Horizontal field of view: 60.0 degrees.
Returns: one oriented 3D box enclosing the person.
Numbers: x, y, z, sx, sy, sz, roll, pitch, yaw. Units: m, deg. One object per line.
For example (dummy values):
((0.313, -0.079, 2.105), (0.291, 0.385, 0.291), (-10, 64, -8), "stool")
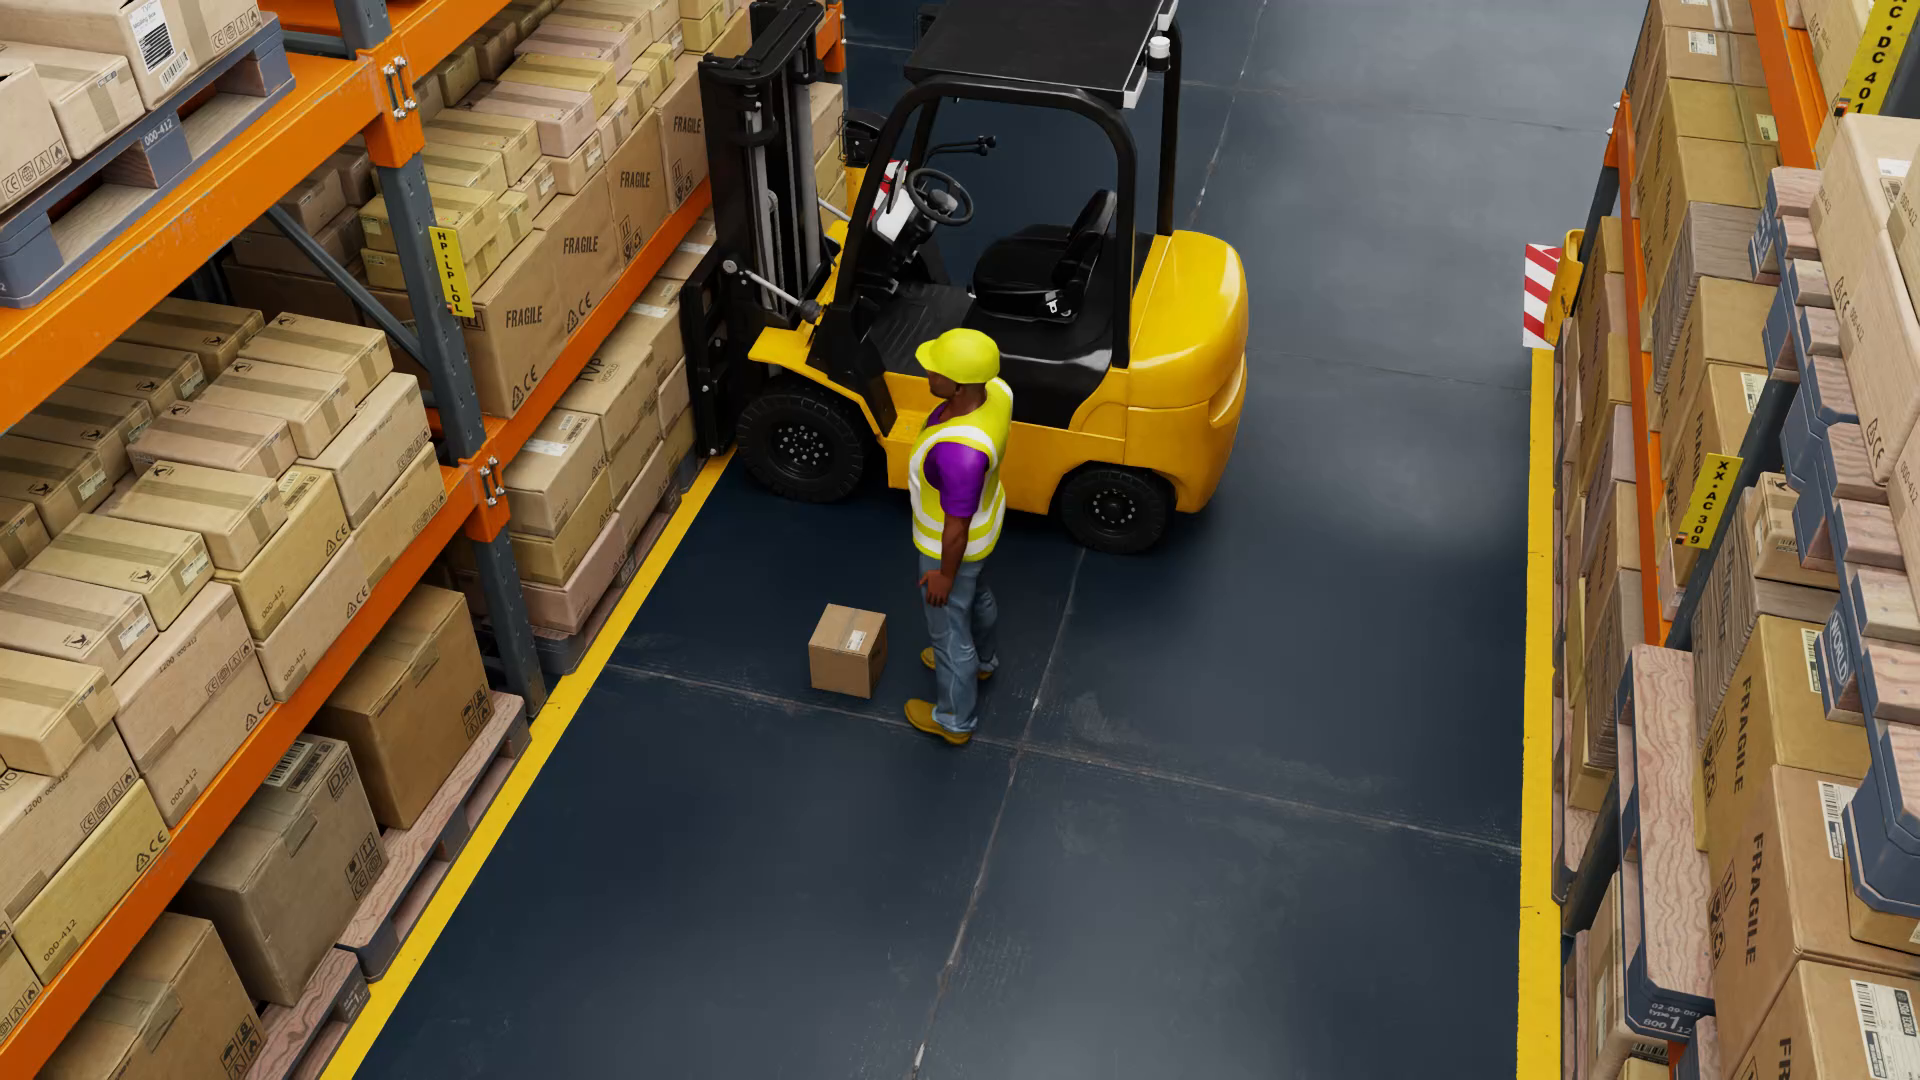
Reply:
((-0.018, -0.043, 6.182), (0.379, 1.766, 0.576), (10, 42, 11), "person")
